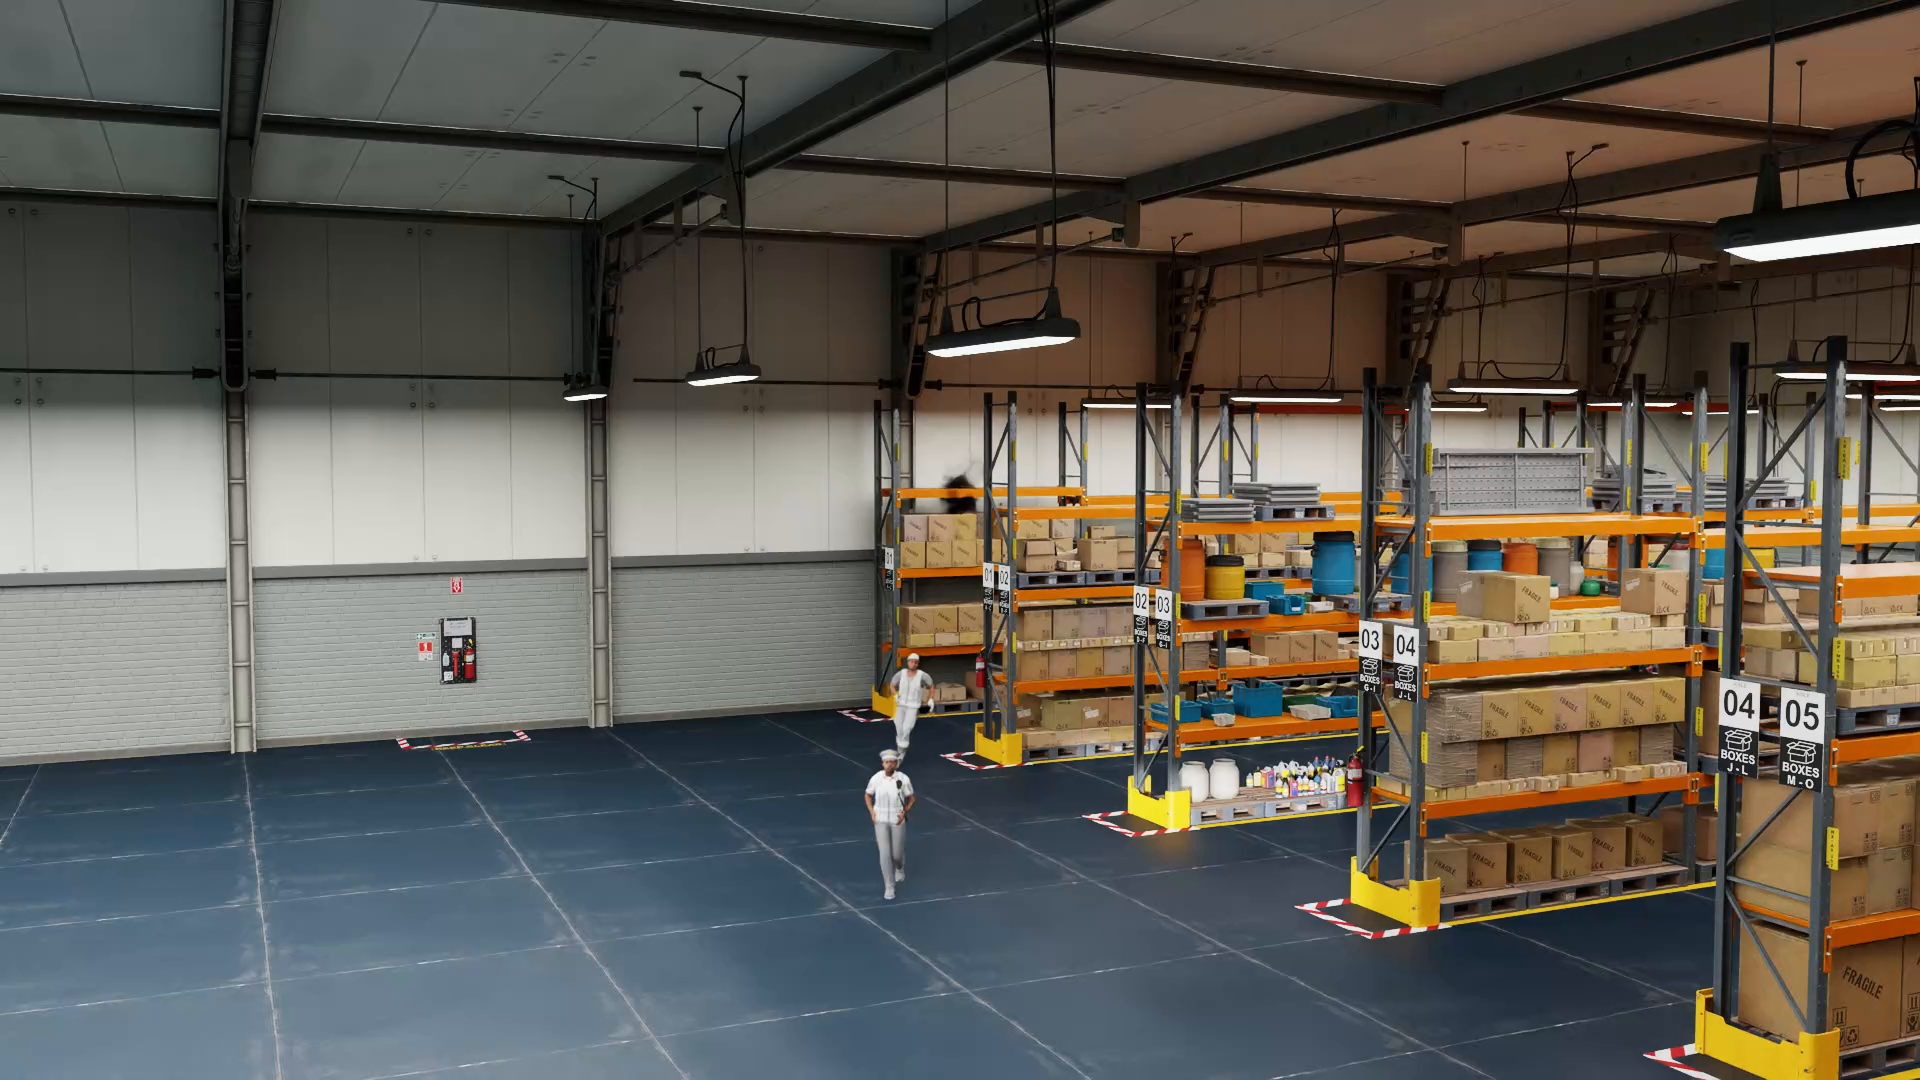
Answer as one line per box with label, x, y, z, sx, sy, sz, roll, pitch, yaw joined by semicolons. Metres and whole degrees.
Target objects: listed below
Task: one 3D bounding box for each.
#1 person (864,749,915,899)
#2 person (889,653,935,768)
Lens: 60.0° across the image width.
person;-0.810;3.223;19.120;0.587;1.684;0.660;0;3;1
person;-0.807;2.702;26.692;0.731;1.785;0.853;1;3;15
